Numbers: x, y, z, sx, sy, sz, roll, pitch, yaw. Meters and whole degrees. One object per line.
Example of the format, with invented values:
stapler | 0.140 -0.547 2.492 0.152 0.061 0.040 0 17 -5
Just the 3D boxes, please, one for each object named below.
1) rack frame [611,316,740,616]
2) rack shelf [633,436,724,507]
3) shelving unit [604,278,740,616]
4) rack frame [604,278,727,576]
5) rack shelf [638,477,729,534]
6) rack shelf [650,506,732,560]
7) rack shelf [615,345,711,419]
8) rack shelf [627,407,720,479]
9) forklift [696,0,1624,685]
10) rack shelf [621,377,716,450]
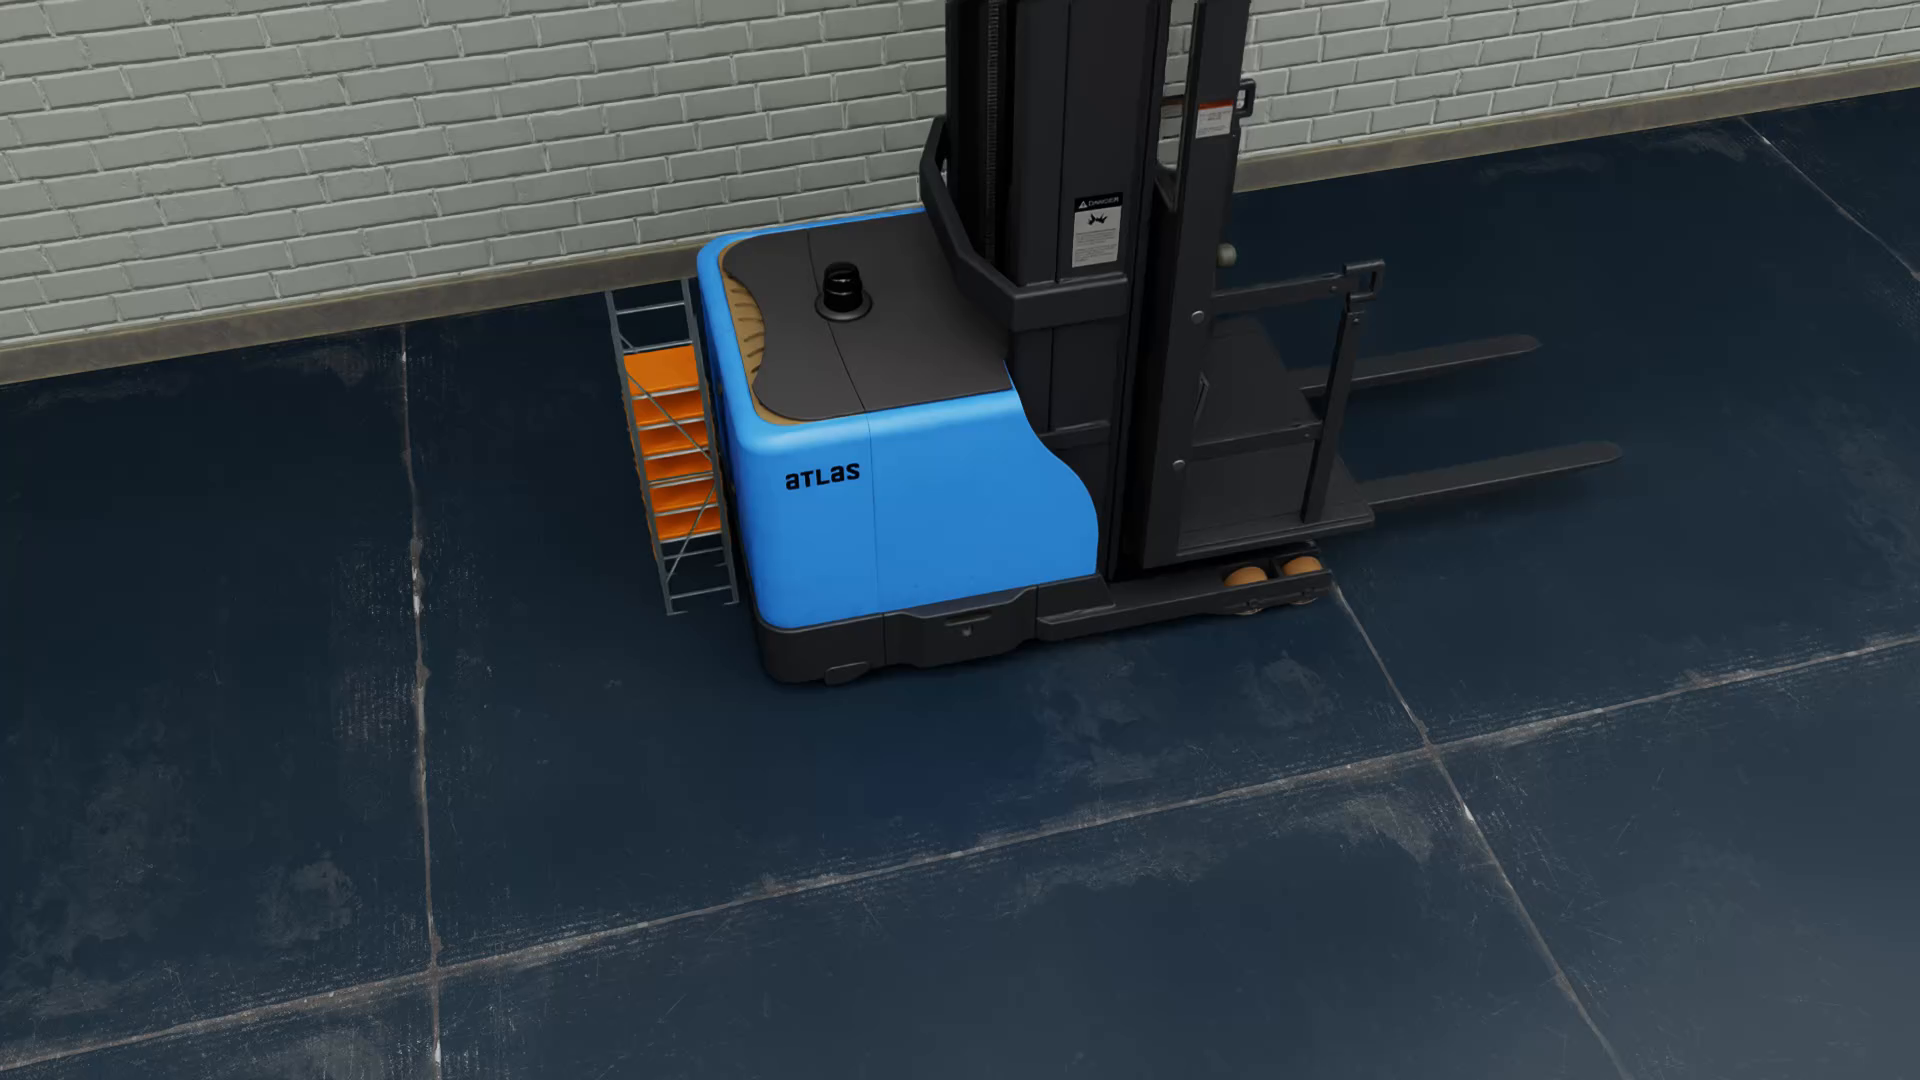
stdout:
rack frame | -0.856 -0.190 5.095 0.240 1.200 0.006 -10 46 -9
rack shelf | -0.878 -0.223 5.189 0.258 0.103 0.180 -10 46 -9
shelving unit | -0.878 -0.254 5.157 0.258 1.200 0.189 -10 46 -9
rack frame | -0.900 -0.317 5.219 0.240 1.200 0.006 -10 46 -9
rack shelf | -0.877 -0.139 5.275 0.258 0.103 0.180 -10 46 -9
rack shelf | -0.876 -0.055 5.361 0.258 0.103 0.180 -10 46 -9
rack shelf | -0.880 -0.474 4.931 0.258 0.103 0.180 -10 46 -9
rack shelf | -0.878 -0.307 5.103 0.258 0.103 0.180 -10 46 -9
forklift | 0.742 -1.135 4.810 3.031 2.935 1.130 -10 46 -10
rack shelf | -0.879 -0.390 5.017 0.258 0.103 0.180 -10 46 -9
